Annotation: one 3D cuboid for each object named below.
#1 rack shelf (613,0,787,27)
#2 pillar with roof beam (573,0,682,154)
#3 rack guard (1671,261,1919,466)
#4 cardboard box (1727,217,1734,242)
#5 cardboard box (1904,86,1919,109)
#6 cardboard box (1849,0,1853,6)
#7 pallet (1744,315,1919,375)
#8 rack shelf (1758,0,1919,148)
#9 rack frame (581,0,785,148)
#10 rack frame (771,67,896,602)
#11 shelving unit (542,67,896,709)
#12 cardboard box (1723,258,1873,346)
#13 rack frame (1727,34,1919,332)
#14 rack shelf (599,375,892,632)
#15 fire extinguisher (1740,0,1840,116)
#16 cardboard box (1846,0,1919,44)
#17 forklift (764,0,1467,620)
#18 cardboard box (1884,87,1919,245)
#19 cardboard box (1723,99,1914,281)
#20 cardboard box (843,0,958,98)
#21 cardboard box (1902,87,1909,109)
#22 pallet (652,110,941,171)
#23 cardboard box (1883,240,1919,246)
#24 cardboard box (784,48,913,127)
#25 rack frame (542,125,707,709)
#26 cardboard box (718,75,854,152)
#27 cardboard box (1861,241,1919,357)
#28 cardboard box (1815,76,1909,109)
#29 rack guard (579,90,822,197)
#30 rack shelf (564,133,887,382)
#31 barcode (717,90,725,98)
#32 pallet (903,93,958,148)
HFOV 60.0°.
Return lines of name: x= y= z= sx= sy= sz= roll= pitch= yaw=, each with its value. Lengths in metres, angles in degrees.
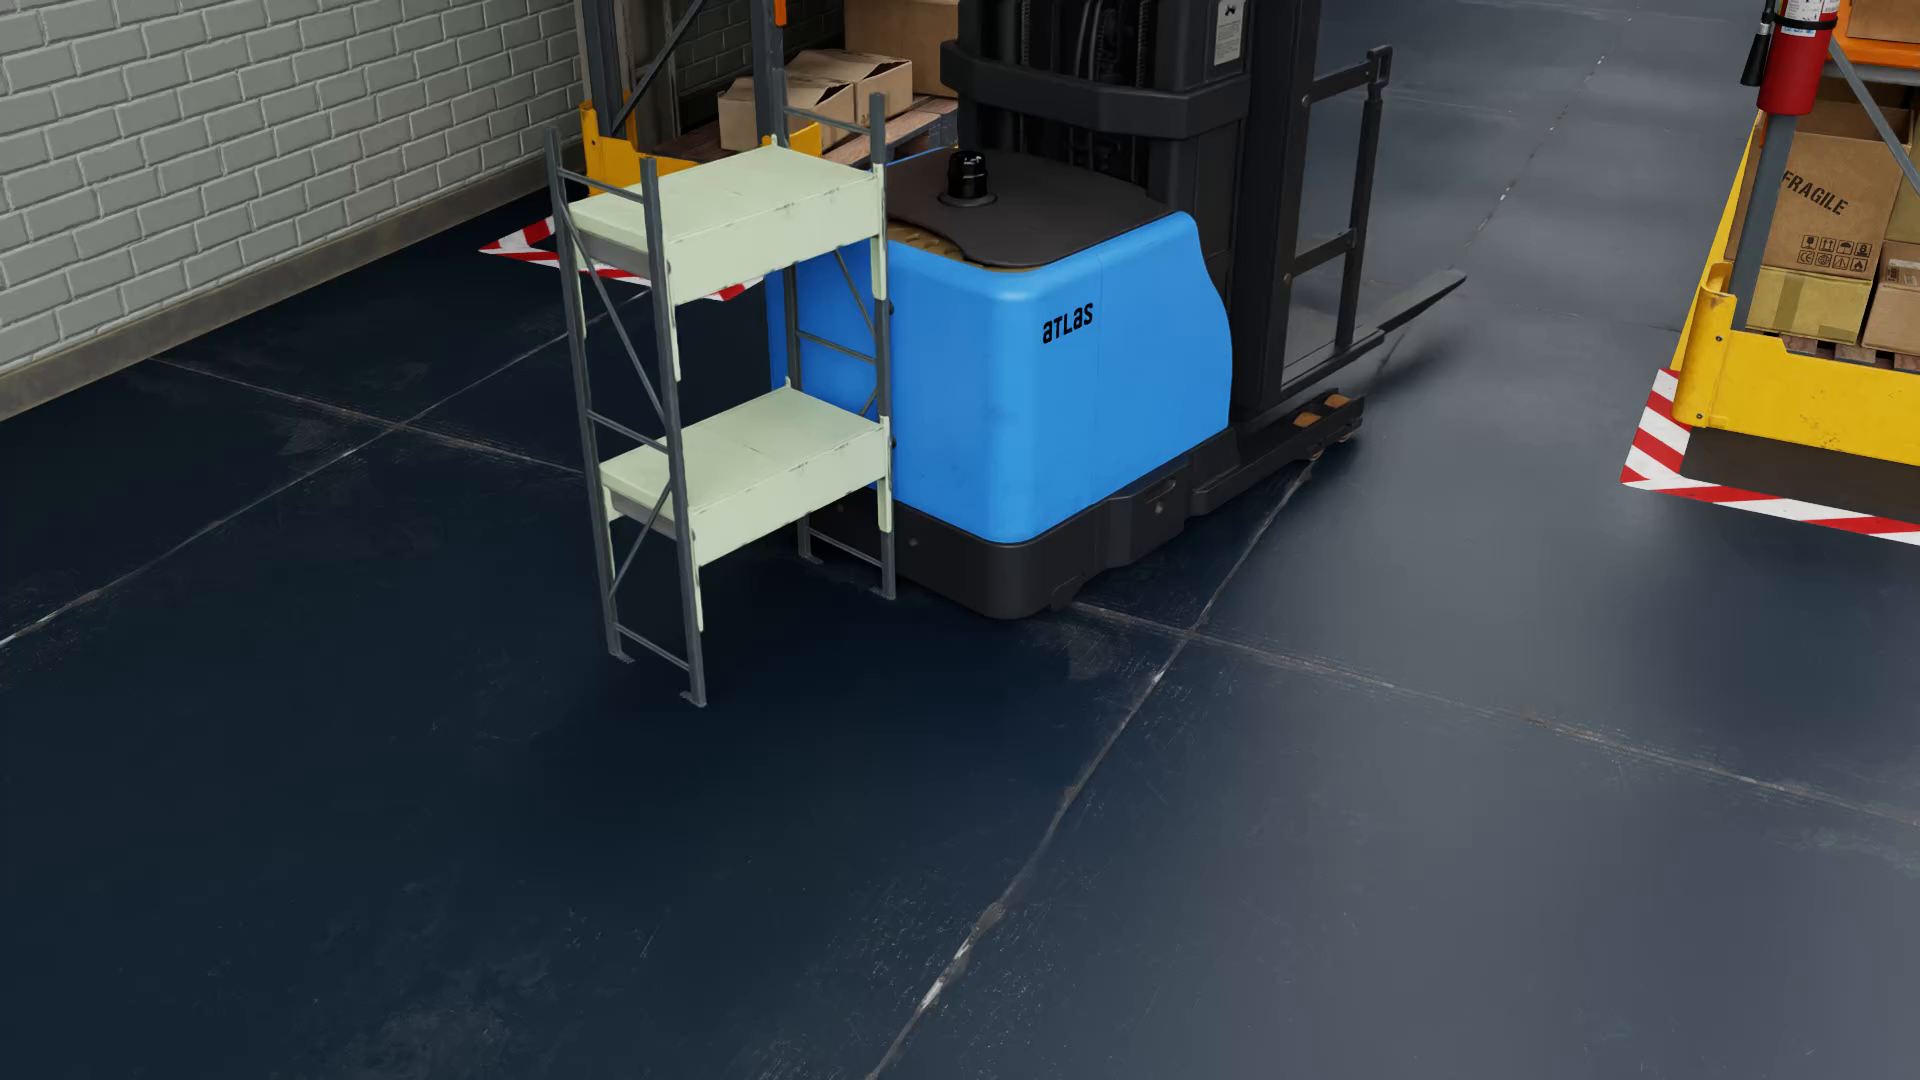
rack shelf: x=-0.334 y=-3.381 z=8.849 sx=1.077 sy=0.370 sz=4.000 roll=14 pitch=33 yaw=23
pillar with roof beam: x=2.136 y=-4.938 z=4.813 sx=9.100 sy=9.000 sz=0.400 roll=14 pitch=33 yaw=23
rack guard: x=3.155 y=-0.590 z=5.775 sx=1.175 sy=0.500 sz=0.348 roll=14 pitch=33 yaw=23
cardboard box: x=3.365 y=-1.203 z=6.673 sx=0.500 sy=0.250 sz=0.500 roll=14 pitch=33 yaw=23
cardboard box: x=4.051 y=-1.633 z=6.669 sx=0.500 sy=0.500 sz=0.500 roll=14 pitch=33 yaw=23
cardboard box: x=3.625 y=-2.166 z=5.909 sx=0.700 sy=0.500 sz=0.500 roll=15 pitch=33 yaw=25
pallet: x=3.477 y=-0.824 z=6.473 sx=1.003 sy=0.211 sz=1.213 roll=14 pitch=33 yaw=23
rack shelf: x=4.077 y=-2.259 z=6.895 sx=1.077 sy=0.370 sz=4.000 roll=14 pitch=33 yaw=23
rack frame: x=-1.245 y=-2.807 z=7.125 sx=1.000 sy=3.000 sz=0.127 roll=14 pitch=33 yaw=23
rack frame: x=-0.346 y=-0.538 z=4.682 sx=0.400 sy=1.500 sz=0.023 roll=24 pitch=38 yaw=36
shelving unit: x=-0.591 y=-0.403 z=4.446 sx=0.431 sy=1.500 sz=0.755 roll=24 pitch=38 yaw=36
cardboard box: x=3.147 y=-0.979 z=6.282 sx=0.500 sy=0.250 sz=0.500 roll=14 pitch=33 yaw=23
rack frame: x=3.166 y=-1.685 z=5.171 sx=1.000 sy=3.000 sz=0.127 roll=14 pitch=33 yaw=23
rack shelf: x=-0.591 y=-0.120 z=4.608 sx=0.431 sy=0.370 sz=0.720 roll=24 pitch=38 yaw=36
fire extinguisher: x=2.699 y=-1.704 z=5.283 sx=0.296 sy=0.674 sz=0.183 roll=14 pitch=33 yaw=23
cardboard box: x=3.390 y=-1.932 z=5.502 sx=0.700 sy=0.500 sz=0.500 roll=14 pitch=33 yaw=23
forklift: x=0.769 y=-1.695 z=5.258 sx=1.130 sy=2.935 sz=3.031 roll=24 pitch=38 yaw=36
cardboard box: x=3.835 y=-1.409 z=6.278 sx=0.500 sy=0.500 sz=0.500 roll=14 pitch=33 yaw=23
cardboard box: x=3.146 y=-1.305 z=6.096 sx=0.500 sy=0.500 sz=0.500 roll=14 pitch=33 yaw=23
cardboard box: x=-0.212 y=-2.766 z=9.124 sx=0.700 sy=0.500 sz=0.500 roll=12 pitch=32 yaw=20
cardboard box: x=4.294 y=-1.851 z=7.048 sx=0.500 sy=0.500 sz=0.500 roll=14 pitch=33 yaw=23
pallet: x=-0.809 y=-1.983 z=8.492 sx=1.003 sy=0.211 sz=1.213 roll=14 pitch=33 yaw=23
cardboard box: x=3.833 y=-1.084 z=6.465 sx=0.500 sy=0.250 sz=0.500 roll=14 pitch=33 yaw=23
cardboard box: x=-0.590 y=-2.371 z=8.624 sx=0.500 sy=0.311 sz=0.500 roll=17 pitch=34 yaw=27
rack frame: x=-0.837 y=-0.268 z=4.210 sx=0.400 sy=1.500 sz=0.023 roll=24 pitch=38 yaw=36
cardboard box: x=-0.850 y=-2.118 z=8.184 sx=0.500 sy=0.311 sz=0.500 roll=11 pitch=32 yaw=18
cardboard box: x=3.609 y=-0.862 z=6.078 sx=0.500 sy=0.250 sz=0.500 roll=14 pitch=33 yaw=23
cardboard box: x=3.588 y=-1.751 z=6.874 sx=0.500 sy=0.500 sz=0.500 roll=14 pitch=33 yaw=23
rack guard: x=-1.211 y=-1.756 z=7.807 sx=1.175 sy=0.500 sz=0.348 roll=14 pitch=33 yaw=23
rack shelf: x=-0.591 y=-0.742 z=4.252 sx=0.431 sy=0.370 sz=0.720 roll=24 pitch=38 yaw=36
barcode: x=-1.198 y=-2.221 z=8.354 sx=0.001 sy=0.075 sz=0.075 roll=14 pitch=33 yaw=23
pallet: x=-0.252 y=-2.522 z=9.430 sx=1.003 sy=0.211 sz=1.213 roll=14 pitch=33 yaw=23
